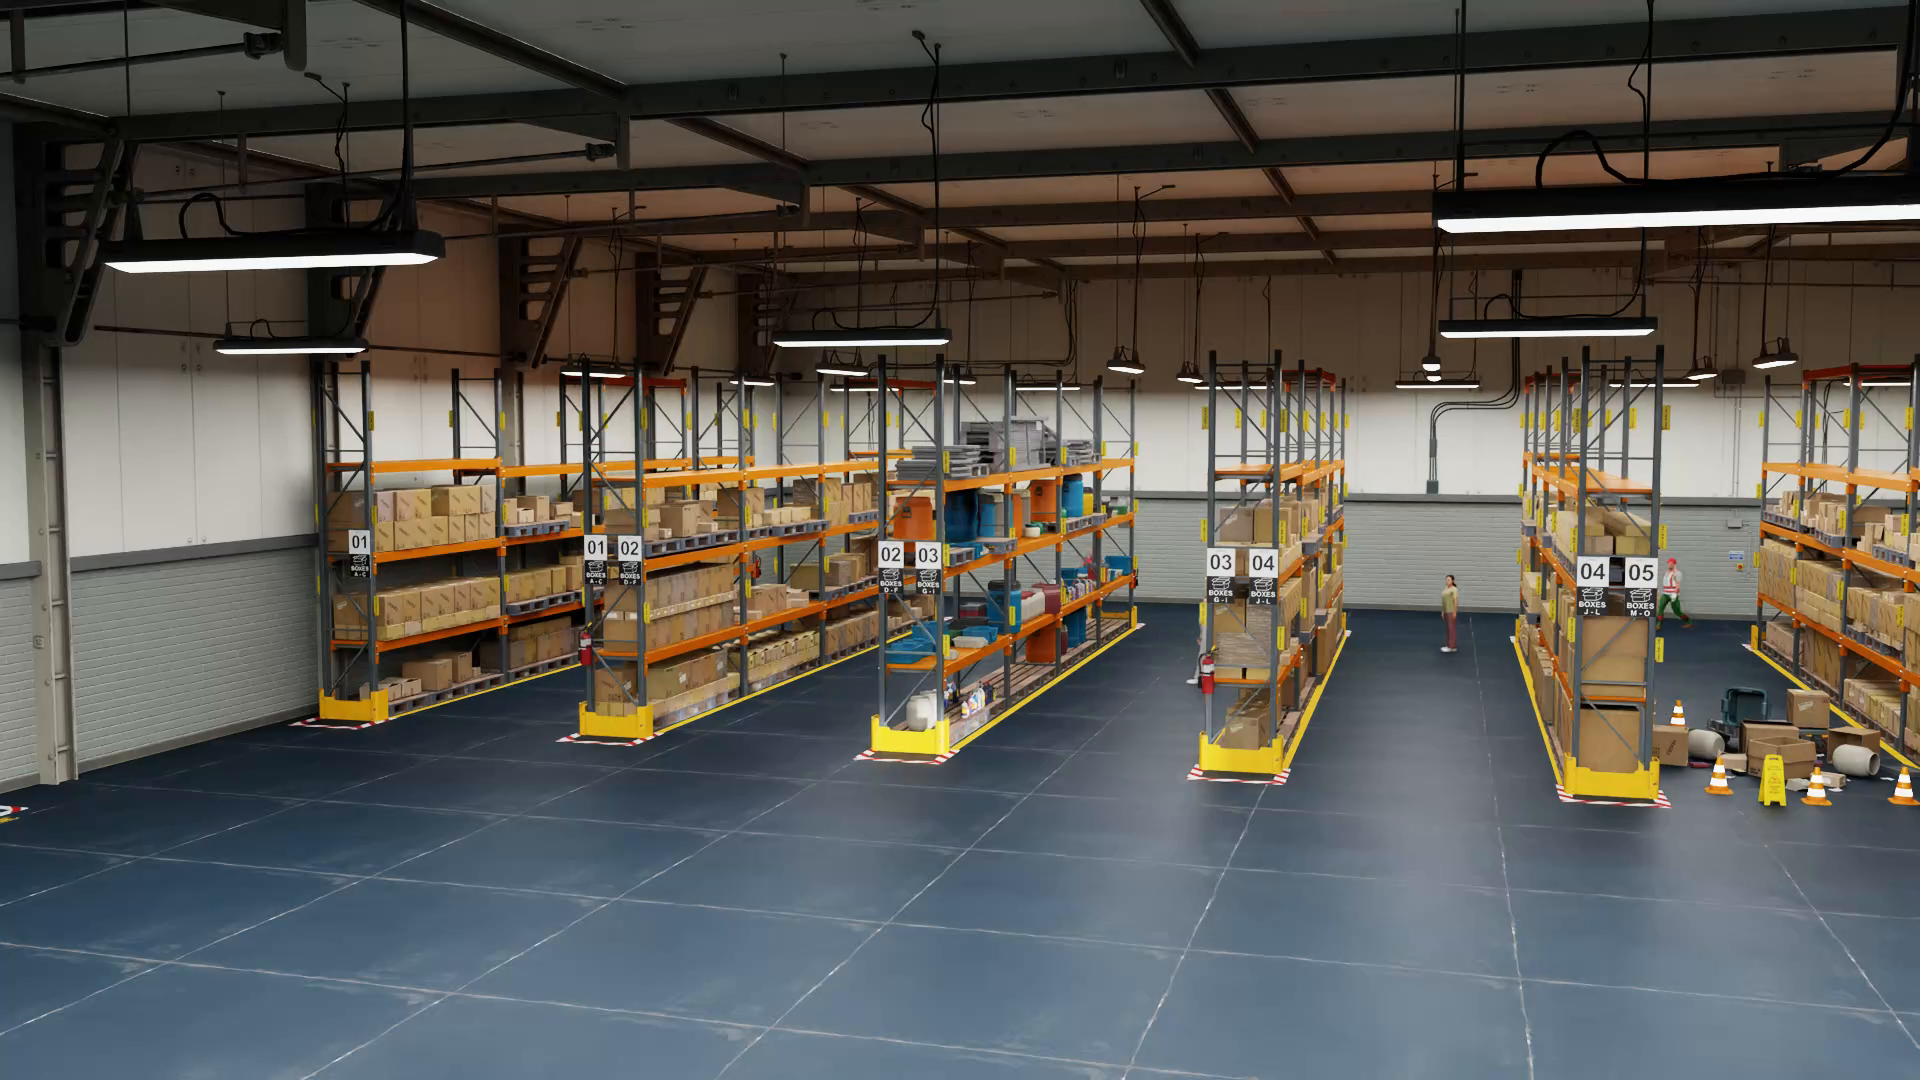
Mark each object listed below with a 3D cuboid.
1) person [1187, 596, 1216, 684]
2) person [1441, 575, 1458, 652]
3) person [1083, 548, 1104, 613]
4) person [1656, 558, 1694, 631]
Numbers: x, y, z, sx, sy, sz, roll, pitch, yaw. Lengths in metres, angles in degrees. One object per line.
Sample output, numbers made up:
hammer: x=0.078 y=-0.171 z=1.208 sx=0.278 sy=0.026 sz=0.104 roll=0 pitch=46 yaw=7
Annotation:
person: x=4.625 y=1.897 z=31.784 sx=0.592 sy=1.664 sz=0.473 roll=0 pitch=4 yaw=1
person: x=10.621 y=1.586 z=36.105 sx=0.333 sy=1.674 sz=0.473 roll=0 pitch=4 yaw=-4
person: x=3.466 y=1.069 z=43.115 sx=0.566 sy=1.750 sz=0.398 roll=-2 pitch=4 yaw=-22
person: x=16.963 y=1.300 z=39.661 sx=1.028 sy=1.747 sz=0.641 roll=-1 pitch=4 yaw=-11
